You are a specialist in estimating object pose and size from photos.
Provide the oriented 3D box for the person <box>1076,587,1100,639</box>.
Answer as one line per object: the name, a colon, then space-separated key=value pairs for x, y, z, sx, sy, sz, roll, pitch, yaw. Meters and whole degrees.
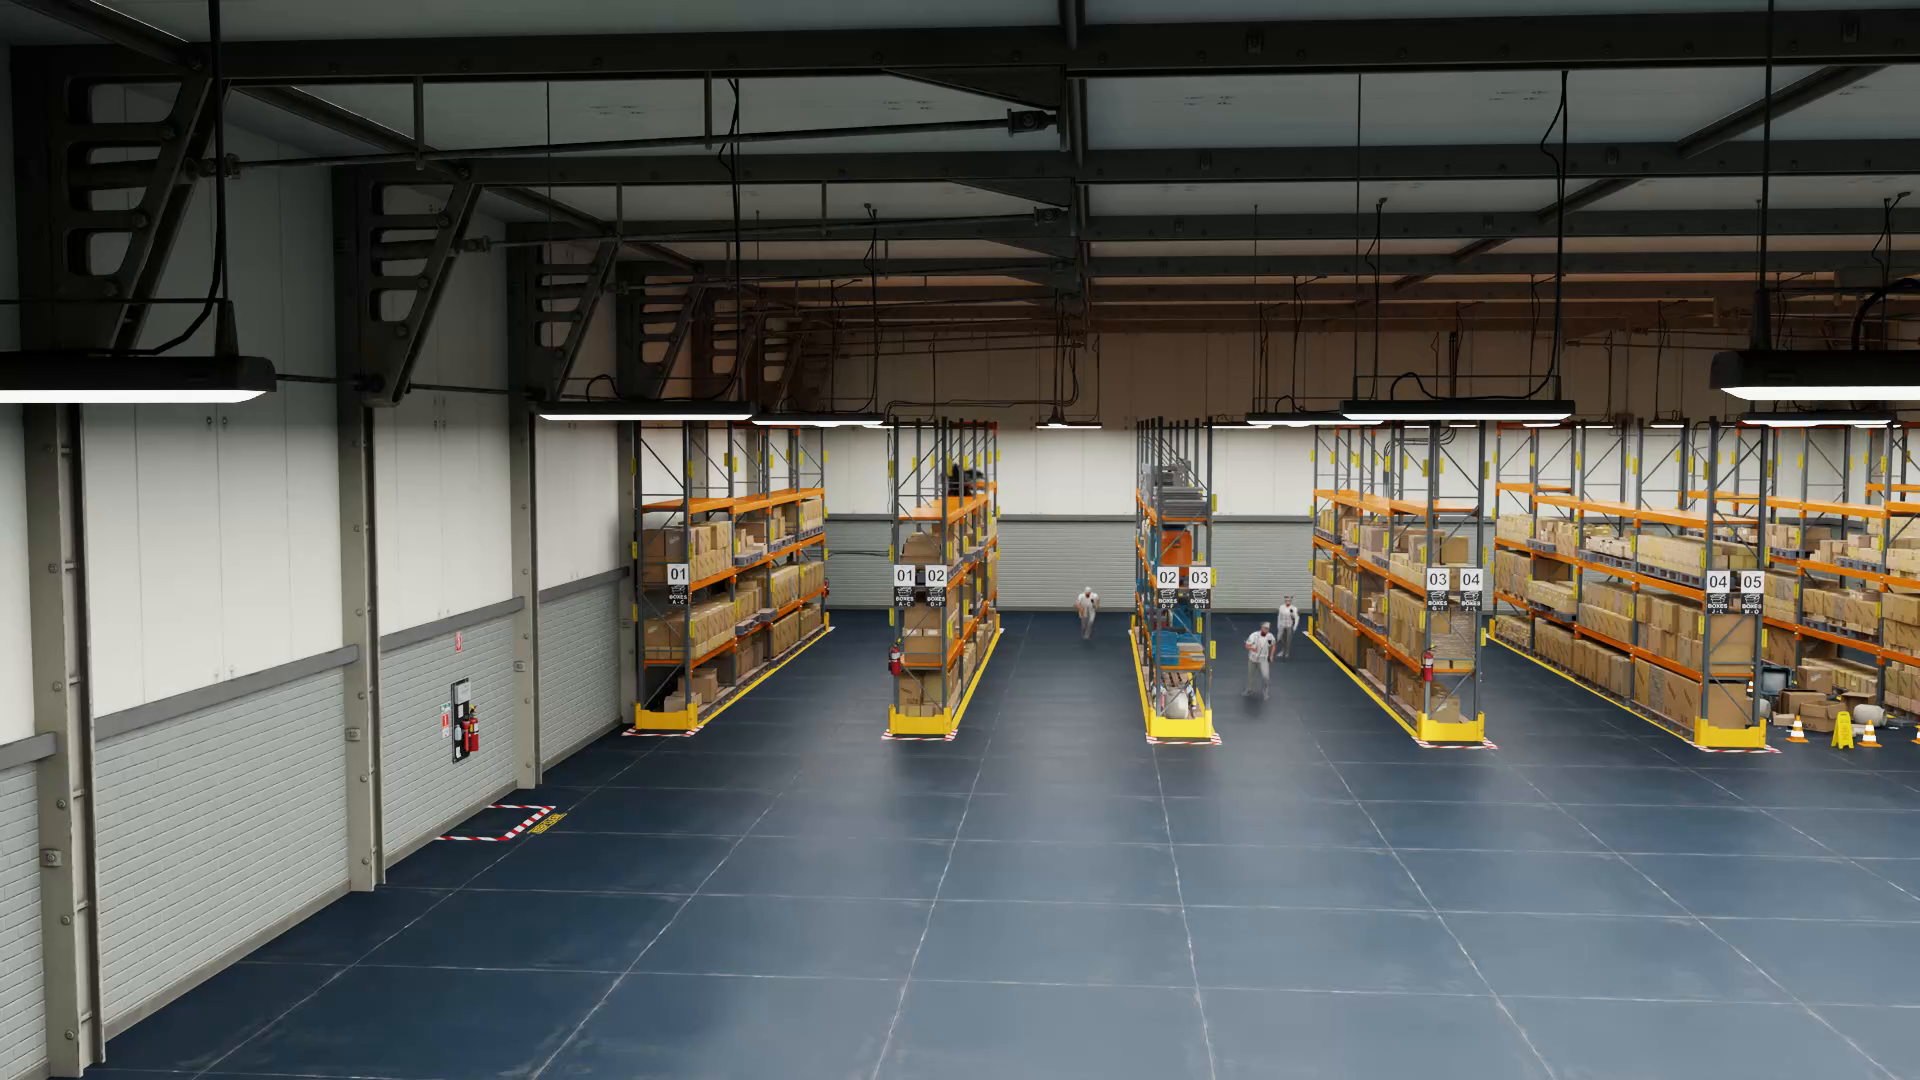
person: x=3.398 y=1.949 z=44.355 sx=0.629 sy=1.480 sz=1.019 roll=0 pitch=4 yaw=-3

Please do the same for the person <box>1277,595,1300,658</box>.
person: x=8.255 y=2.177 z=41.827 sx=0.601 sy=1.608 sz=0.599 roll=1 pitch=4 yaw=19

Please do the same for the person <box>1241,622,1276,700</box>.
person: x=6.399 y=2.579 z=35.683 sx=0.735 sy=1.707 sz=0.869 roll=1 pitch=4 yaw=12
